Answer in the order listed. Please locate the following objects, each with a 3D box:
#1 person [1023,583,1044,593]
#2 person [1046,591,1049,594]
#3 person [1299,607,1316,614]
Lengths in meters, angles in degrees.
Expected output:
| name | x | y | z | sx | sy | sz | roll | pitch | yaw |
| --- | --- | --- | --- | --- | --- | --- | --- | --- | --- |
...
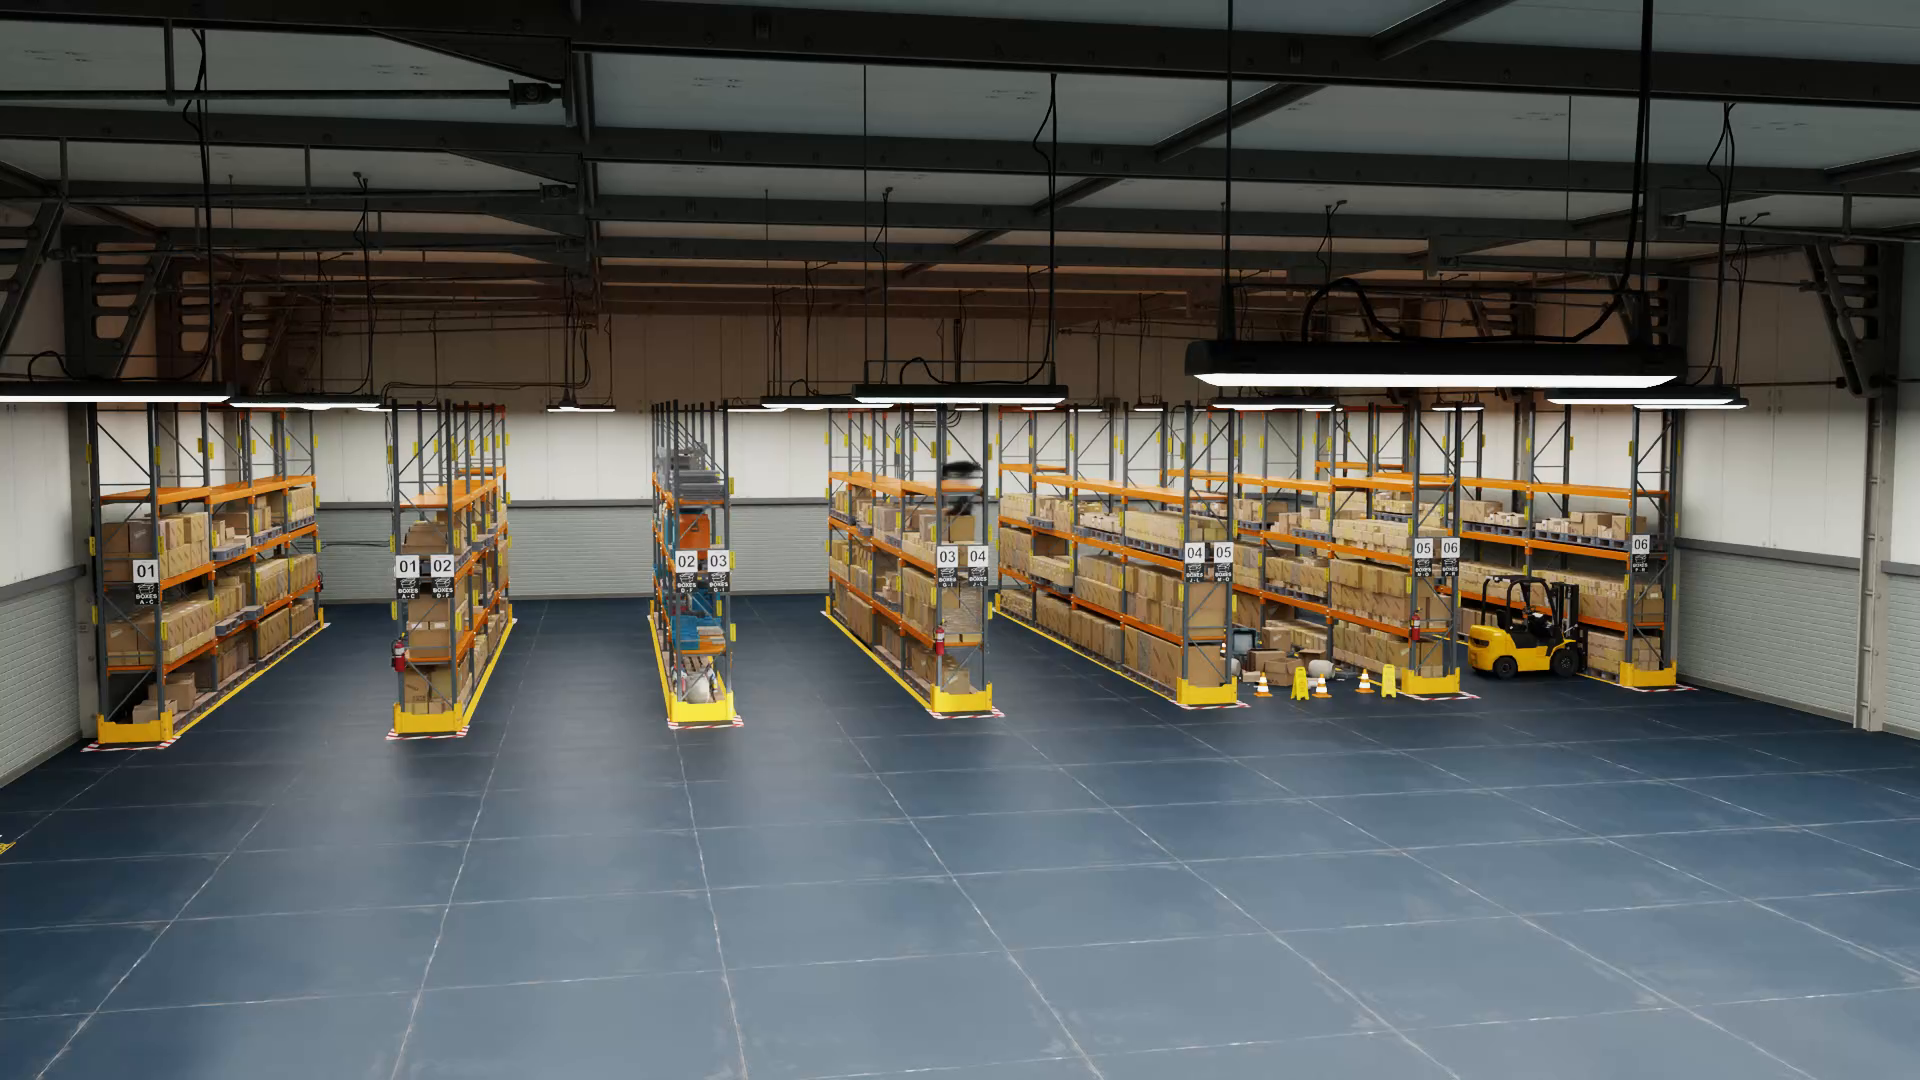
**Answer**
| name | x | y | z | sx | sy | sz | roll | pitch | yaw |
| --- | --- | --- | --- | --- | --- | --- | --- | --- | --- |
| person | 2.154 | 1.132 | 49.770 | 0.930 | 1.643 | 0.618 | 1 | 4 | 13 |
| person | 2.917 | 1.048 | 51.151 | 0.801 | 1.686 | 0.615 | -2 | 5 | -26 |
| person | 9.777 | 1.312 | 47.530 | 0.597 | 1.684 | 0.955 | -3 | 6 | -39 |
